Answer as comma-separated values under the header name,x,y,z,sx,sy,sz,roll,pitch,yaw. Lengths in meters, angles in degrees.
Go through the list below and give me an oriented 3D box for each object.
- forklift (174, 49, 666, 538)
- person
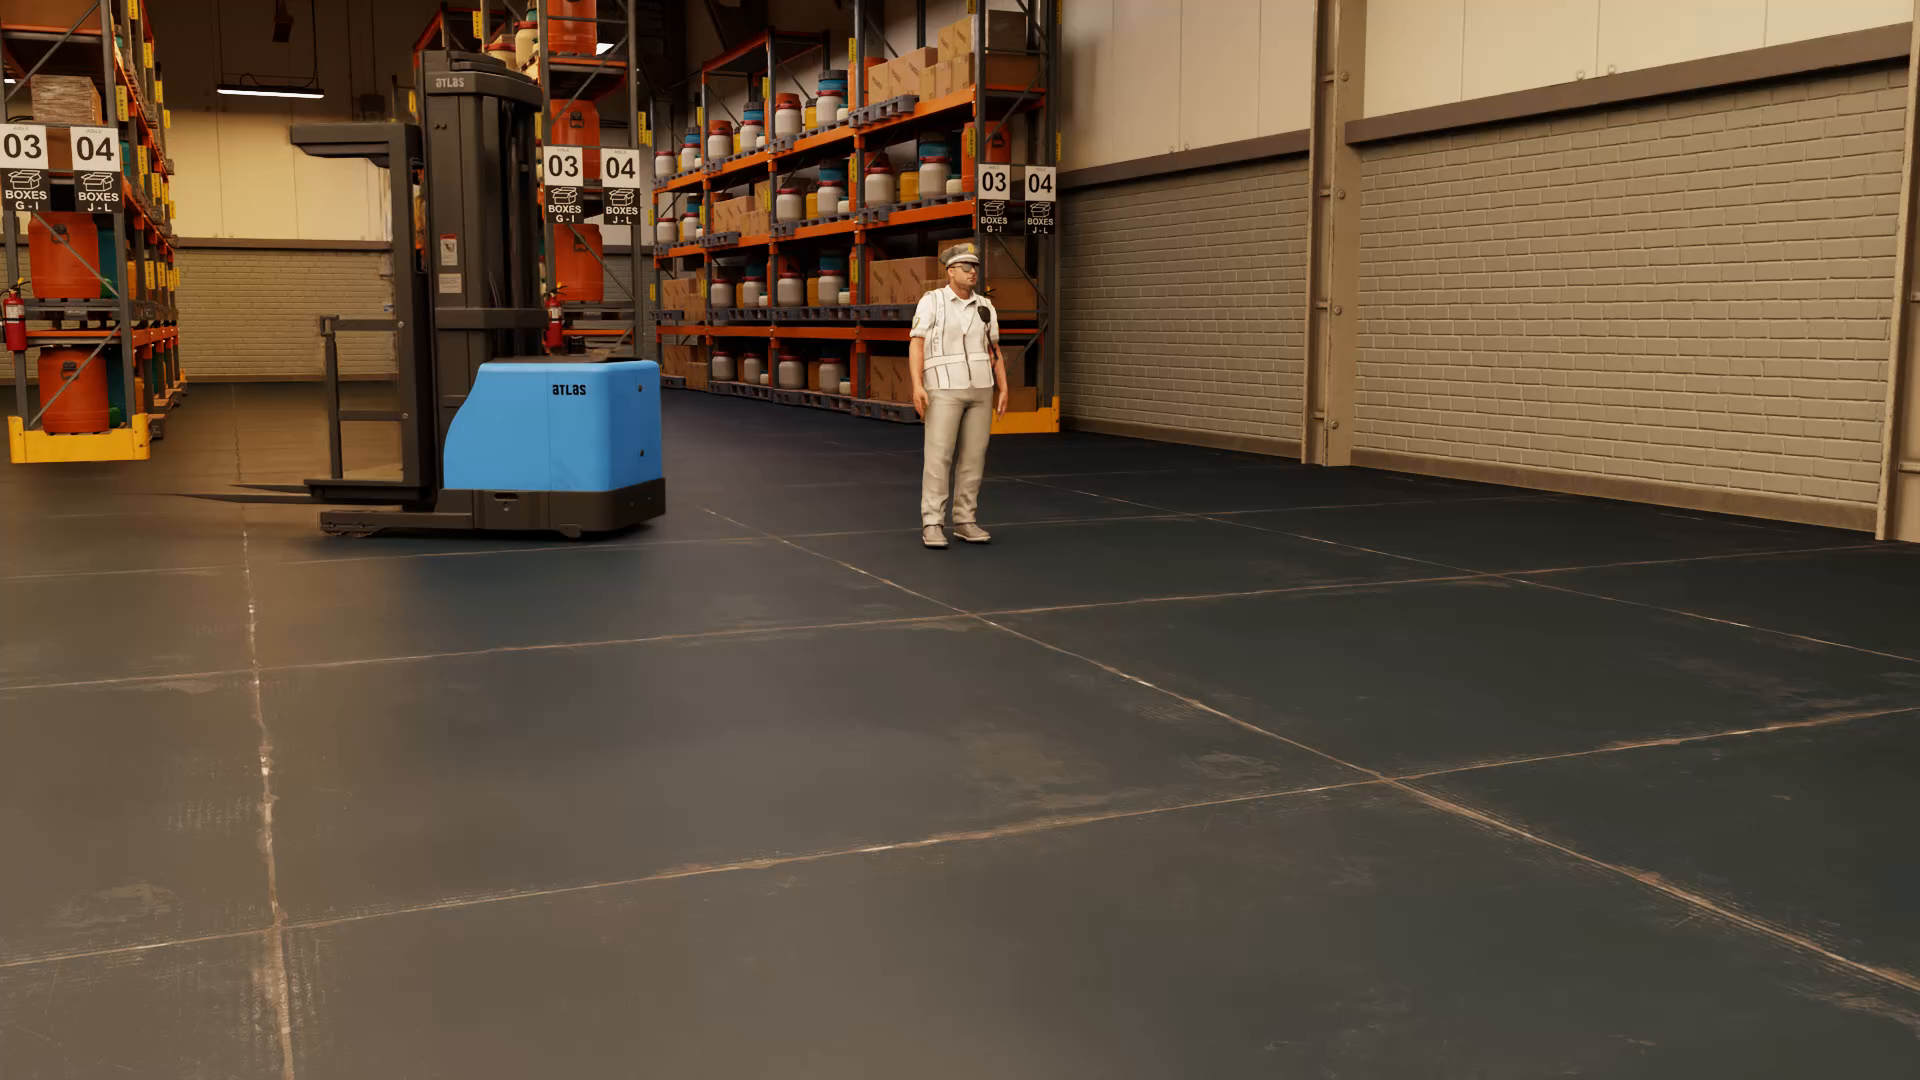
name,x,y,z,sx,sy,sz,roll,pitch,yaw
forklift,-3.500,-1.533,10.571,3.031,2.935,1.130,1,8,10
person,0.021,-0.881,9.961,0.641,1.780,0.574,-3,8,-23
